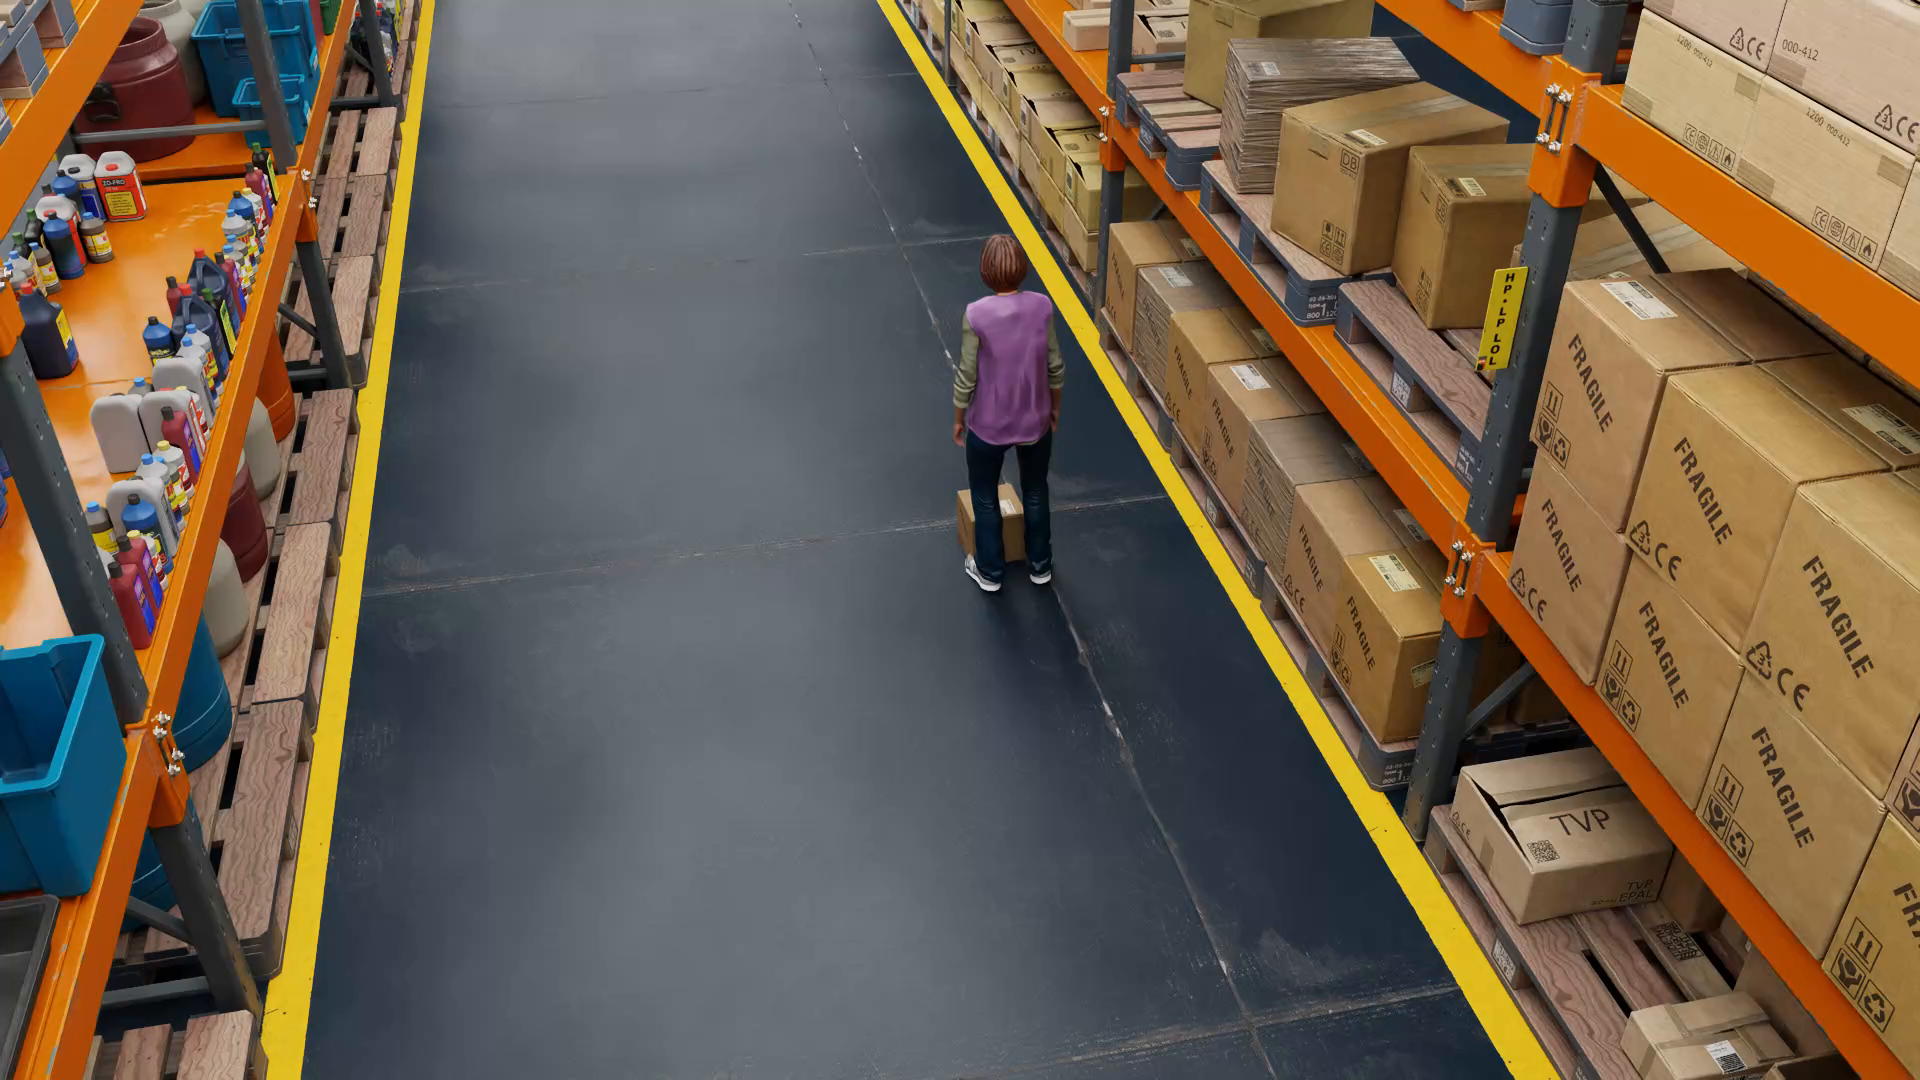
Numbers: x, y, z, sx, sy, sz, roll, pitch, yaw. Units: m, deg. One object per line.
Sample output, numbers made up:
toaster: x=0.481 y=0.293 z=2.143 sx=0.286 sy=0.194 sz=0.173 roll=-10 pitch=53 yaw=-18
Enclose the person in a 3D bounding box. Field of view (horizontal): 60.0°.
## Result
person: x=0.199 y=-0.390 z=6.925 sx=0.469 sy=1.352 sz=0.318 roll=-8 pitch=36 yaw=-11
